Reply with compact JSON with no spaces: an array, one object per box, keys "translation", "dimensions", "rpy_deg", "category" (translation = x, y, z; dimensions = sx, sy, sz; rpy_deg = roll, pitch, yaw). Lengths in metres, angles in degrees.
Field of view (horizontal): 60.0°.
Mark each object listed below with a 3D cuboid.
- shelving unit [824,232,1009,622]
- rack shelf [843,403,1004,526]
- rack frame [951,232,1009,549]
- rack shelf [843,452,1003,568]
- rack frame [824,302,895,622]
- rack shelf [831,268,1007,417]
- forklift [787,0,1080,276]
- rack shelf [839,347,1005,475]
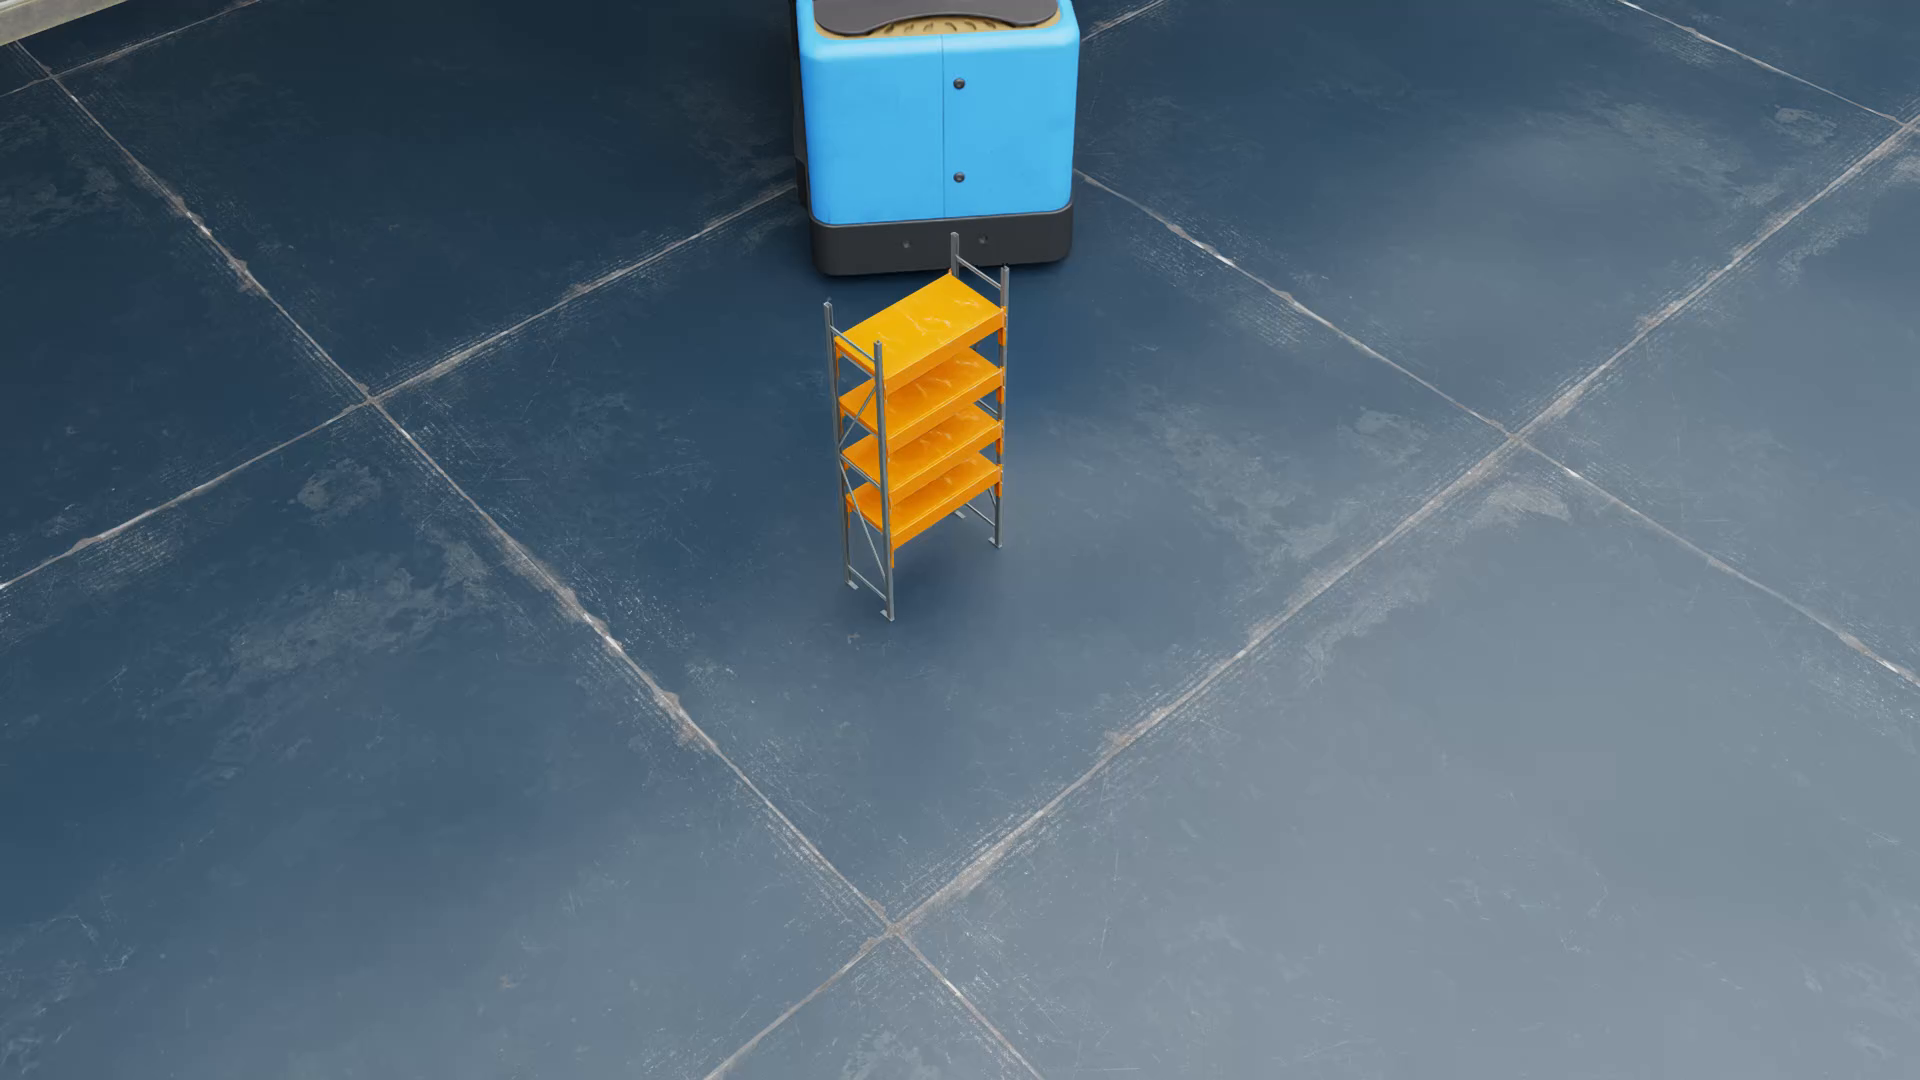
[{"translation":[-0.122,-0.325,5.234],"dimensions":[0.503,1.200,0.258],"rpy_deg":[-34,56,-27],"category":"shelving unit"},{"translation":[-0.122,-0.279,5.283],"dimensions":[0.480,0.148,0.258],"rpy_deg":[-34,56,-27],"category":"rack shelf"},{"translation":[0.058,-0.446,5.345],"dimensions":[0.015,1.200,0.240],"rpy_deg":[-34,56,-27],"category":"rack frame"},{"translation":[-0.122,-0.145,5.429],"dimensions":[0.480,0.148,0.258],"rpy_deg":[-34,56,-27],"category":"rack shelf"},{"translation":[-0.303,-0.204,5.122],"dimensions":[0.015,1.200,0.240],"rpy_deg":[-34,56,-27],"category":"rack frame"},{"translation":[-0.122,-0.592,4.945],"dimensions":[0.480,0.148,0.258],"rpy_deg":[-34,56,-27],"category":"rack shelf"},{"translation":[-0.219,-3.136,6.649],"dimensions":[1.130,2.935,3.031],"rpy_deg":[-4,47,-4],"category":"forklift"},{"translation":[-0.122,-0.431,5.119],"dimensions":[0.480,0.148,0.258],"rpy_deg":[-34,56,-27],"category":"rack shelf"}]
